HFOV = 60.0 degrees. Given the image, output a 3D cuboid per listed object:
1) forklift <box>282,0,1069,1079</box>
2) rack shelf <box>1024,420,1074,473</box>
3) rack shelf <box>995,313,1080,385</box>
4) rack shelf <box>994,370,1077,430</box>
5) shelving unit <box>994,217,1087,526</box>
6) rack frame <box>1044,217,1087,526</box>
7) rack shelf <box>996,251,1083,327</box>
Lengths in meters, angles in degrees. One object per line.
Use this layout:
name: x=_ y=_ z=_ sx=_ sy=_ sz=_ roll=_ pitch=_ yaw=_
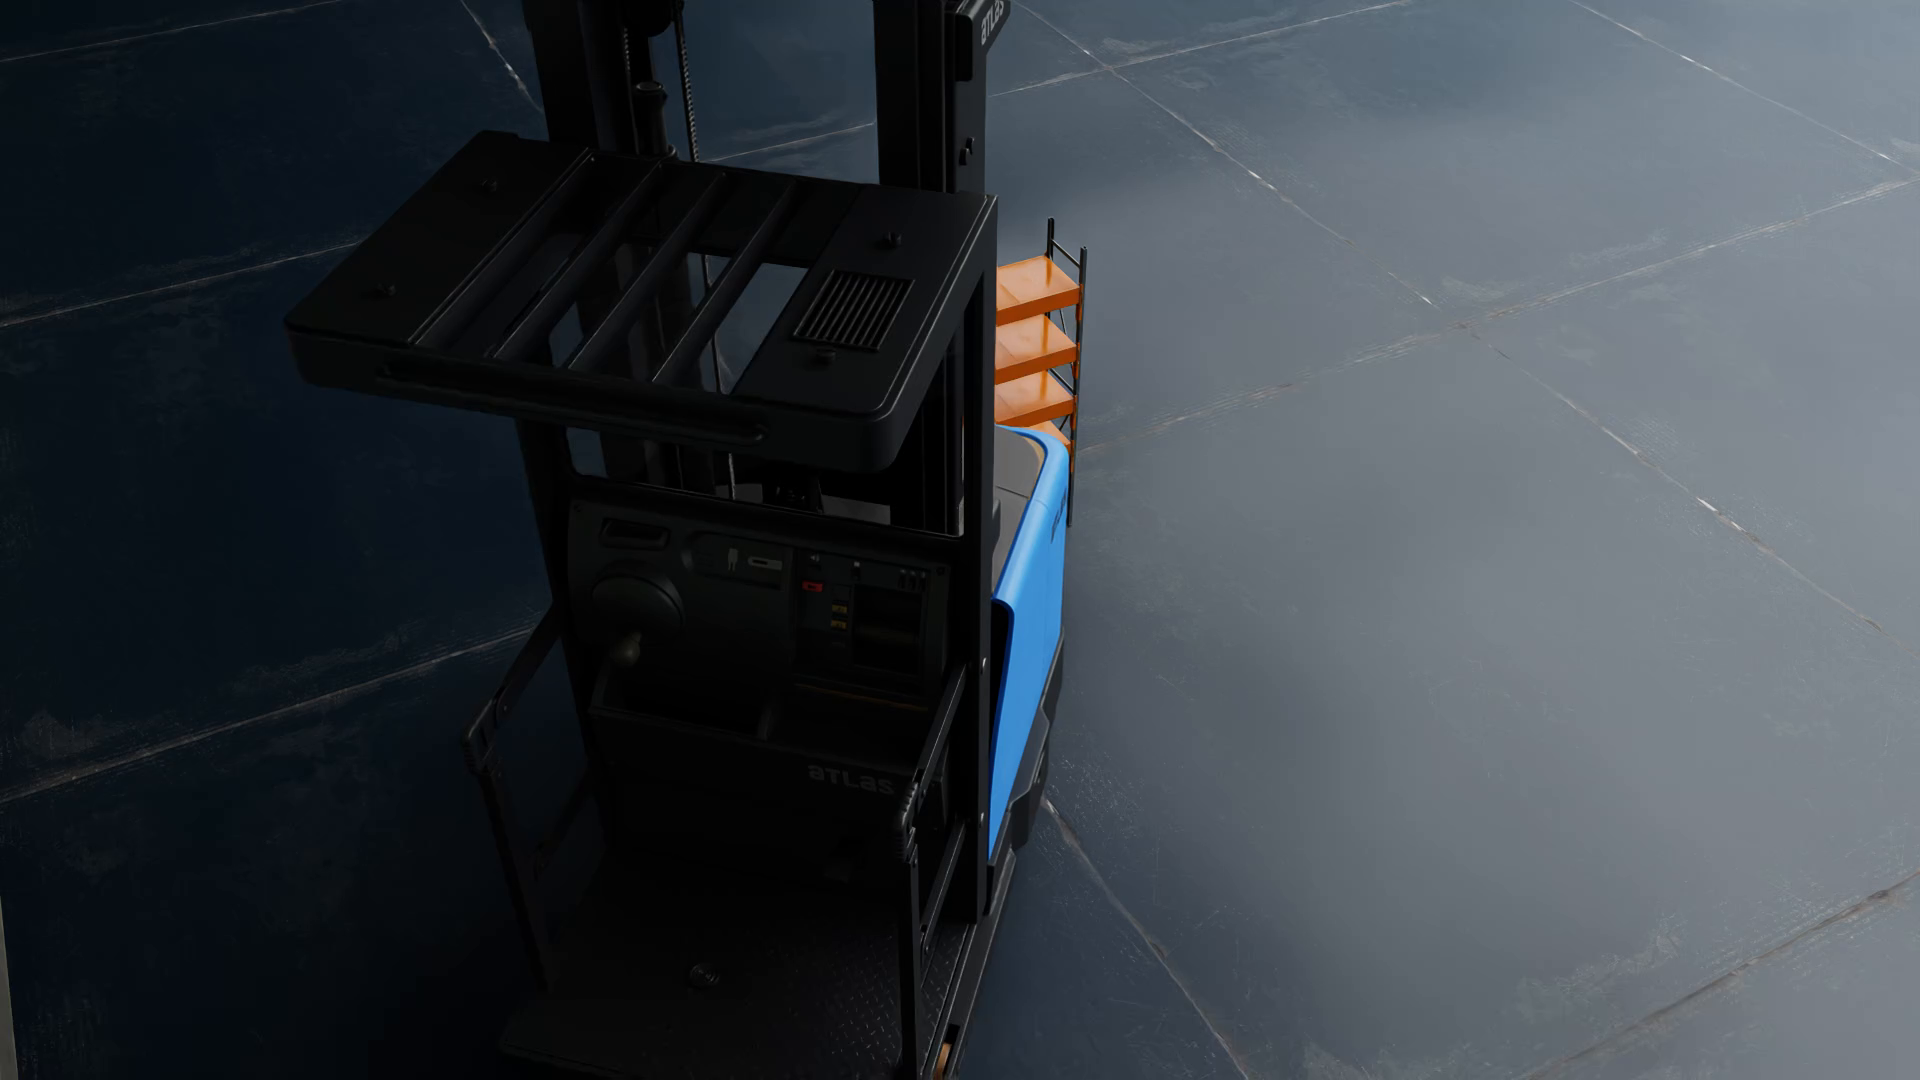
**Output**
forklift: x=-0.528 y=0.226 z=3.714 sx=1.130 sy=2.935 sz=3.031 roll=10 pitch=41 yaw=11
rack shelf: x=0.147 y=-0.304 z=6.092 sx=0.480 sy=0.148 sz=0.258 roll=-19 pitch=44 yaw=-21
rack shelf: x=0.147 y=-0.627 z=5.820 sx=0.480 sy=0.148 sz=0.258 roll=-19 pitch=44 yaw=-21
rack shelf: x=0.147 y=-0.456 z=5.964 sx=0.480 sy=0.148 sz=0.258 roll=-19 pitch=44 yaw=-21
shelving unit: x=0.147 y=-0.507 z=5.921 sx=0.503 sy=1.200 sz=0.258 roll=-19 pitch=44 yaw=-21
rack frame: x=0.363 y=-0.580 z=6.007 sx=0.015 sy=1.200 sz=0.240 roll=-19 pitch=44 yaw=-21
rack shelf: x=0.147 y=-0.807 z=5.667 sx=0.480 sy=0.148 sz=0.258 roll=-19 pitch=44 yaw=-21
